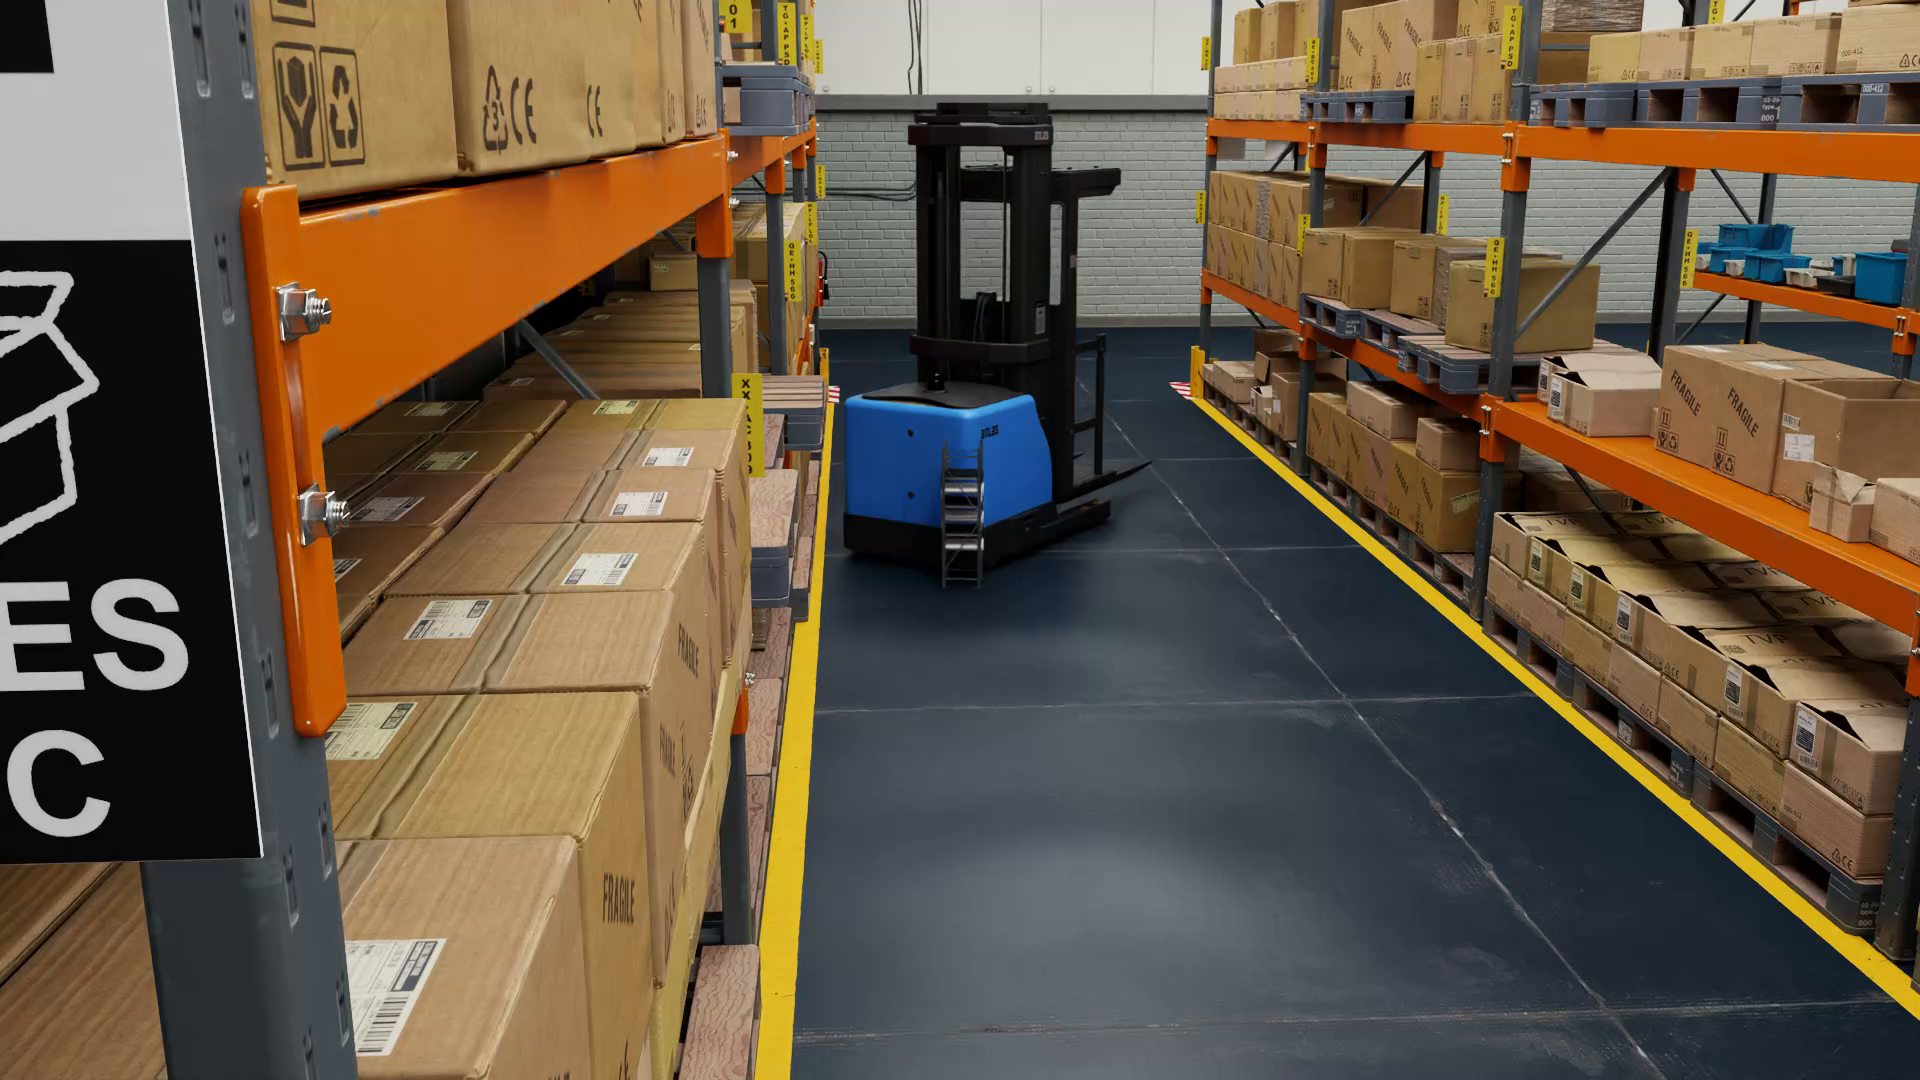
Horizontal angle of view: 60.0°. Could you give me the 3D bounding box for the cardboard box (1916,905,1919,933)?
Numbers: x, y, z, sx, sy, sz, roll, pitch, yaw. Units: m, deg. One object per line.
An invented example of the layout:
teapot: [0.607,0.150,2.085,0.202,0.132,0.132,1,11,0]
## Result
cardboard box: [3.471,1.248,5.330,0.500,0.250,0.500,-1,14,-3]

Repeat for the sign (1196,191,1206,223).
sign: [2.460,-3.395,16.965,0.100,0.325,0.005,-1,14,-3]

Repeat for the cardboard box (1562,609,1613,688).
cardboard box: [3.307,0.522,8.151,0.500,0.250,0.500,-1,14,-5]

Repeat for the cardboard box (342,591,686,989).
cardboard box: [-0.727,0.397,2.720,0.500,0.500,0.500,-1,14,-5]

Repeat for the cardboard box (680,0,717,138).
cardboard box: [-0.920,-1.311,4.341,0.500,0.500,0.500,0,14,-2]

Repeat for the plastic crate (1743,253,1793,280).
plastic crate: [7.714,-2.614,15.882,0.416,0.233,0.300,-1,14,-3]

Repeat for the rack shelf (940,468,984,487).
rack shelf: [0.015,-0.387,10.274,0.258,0.077,0.200,1,15,4]

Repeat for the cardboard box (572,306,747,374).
cardboard box: [-1.308,-0.753,7.348,0.700,0.500,0.500,-1,14,-3]

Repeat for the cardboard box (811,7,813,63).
cardboard box: [-1.604,-4.600,15.116,0.500,0.500,0.500,0,14,-2]

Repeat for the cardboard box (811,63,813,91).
cardboard box: [-1.598,-4.231,15.190,0.500,0.250,0.500,-1,14,-6]

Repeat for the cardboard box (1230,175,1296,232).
cardboard box: [2.832,-3.148,15.535,0.500,0.500,0.500,-1,14,-3]

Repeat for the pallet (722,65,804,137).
pallet: [-1.131,-1.440,5.459,1.213,0.211,1.003,-1,14,-3]

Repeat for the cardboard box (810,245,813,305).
cardboard box: [-1.751,-2.374,14.132,0.980,0.700,0.700,-1,14,-5]

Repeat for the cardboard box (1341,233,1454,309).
cardboard box: [3.162,-1.950,12.042,0.700,0.500,0.500,1,14,5]

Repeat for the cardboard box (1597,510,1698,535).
cardboard box: [3.776,-0.012,9.102,0.500,0.311,0.500,-1,14,-2]

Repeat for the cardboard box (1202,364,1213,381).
cardboard box: [2.685,-1.707,16.981,0.380,0.149,0.250,-1,14,-3]

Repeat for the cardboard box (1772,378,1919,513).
cardboard box: [3.681,-0.371,6.747,0.500,0.500,0.500,0,14,1]

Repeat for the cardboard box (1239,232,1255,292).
cardboard box: [2.861,-2.541,15.182,0.500,0.500,0.500,-1,14,-3]

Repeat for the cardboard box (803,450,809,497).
cardboard box: [-1.466,-0.694,11.675,0.750,0.750,0.750,0,14,-2]

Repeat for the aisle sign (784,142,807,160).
aisle sign: [-1.647,-4.189,16.569,0.394,0.787,0.004,-1,14,-3]

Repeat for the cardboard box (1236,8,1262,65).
cardboard box: [2.996,-4.717,15.611,0.700,0.500,0.500,-1,14,-3]

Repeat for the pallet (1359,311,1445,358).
pallet: [3.372,-1.385,11.276,1.003,0.211,1.213,-1,14,-3]

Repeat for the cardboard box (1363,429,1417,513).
cardboard box: [3.135,-0.485,11.527,0.500,0.500,0.500,-1,14,-6]

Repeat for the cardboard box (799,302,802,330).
cardboard box: [-1.314,-1.628,10.994,0.500,0.500,0.500,0,14,-2]

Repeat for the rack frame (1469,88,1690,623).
rack frame: [3.497,-0.995,9.373,1.000,3.000,0.127,-1,14,-3]

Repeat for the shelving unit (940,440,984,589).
shelving unit: [0.016,-0.159,10.334,0.258,0.900,0.210,1,15,4]

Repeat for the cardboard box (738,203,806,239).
cardboard box: [-1.410,-2.365,12.357,0.500,0.250,0.500,-1,14,-2]

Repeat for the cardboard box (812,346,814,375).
cardboard box: [-1.799,-1.727,16.393,0.700,0.500,0.500,-1,14,-3]

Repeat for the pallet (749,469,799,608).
pallet: [-1.101,-0.022,5.977,1.003,0.211,1.213,-1,14,-3]

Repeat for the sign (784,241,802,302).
sign: [-0.905,-1.451,8.979,0.100,0.325,0.005,-1,14,-3]

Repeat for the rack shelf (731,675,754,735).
rack shelf: [-1.075,0.923,3.362,1.077,0.370,4.000,-1,14,-3]

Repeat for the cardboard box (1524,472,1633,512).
cardboard box: [3.754,-0.115,10.087,0.500,0.500,0.500,0,14,-1]

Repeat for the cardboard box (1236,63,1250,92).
cardboard box: [2.835,-4.226,15.210,0.500,0.250,0.500,-1,14,-3]

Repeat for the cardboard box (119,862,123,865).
cardboard box: [-1.214,0.533,2.192,0.500,0.500,0.500,-1,14,-3]

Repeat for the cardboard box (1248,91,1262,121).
cardboard box: [2.868,-3.860,14.789,0.500,0.250,0.500,-1,14,-3]

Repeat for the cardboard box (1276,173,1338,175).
cardboard box: [3.336,-3.285,16.067,0.500,0.500,0.500,0,14,-2]

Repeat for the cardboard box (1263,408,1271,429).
cardboard box: [2.848,-1.052,14.432,0.380,0.149,0.250,-1,14,-3]

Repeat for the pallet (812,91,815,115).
pallet: [-1.886,-4.132,15.726,1.003,0.211,1.213,-1,14,-3]

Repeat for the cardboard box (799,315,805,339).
cardboard box: [-1.305,-1.528,11.910,0.380,0.149,0.250,-1,14,-3]

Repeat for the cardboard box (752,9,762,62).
cardboard box: [-1.650,-3.268,11.106,0.700,0.500,0.500,-1,14,-4]

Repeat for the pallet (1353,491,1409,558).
pallet: [3.416,-0.133,11.621,1.003,0.211,1.213,-1,14,-3]

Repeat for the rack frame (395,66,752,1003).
rack frame: [-1.199,0.077,5.206,1.000,3.000,0.127,-1,14,-3]

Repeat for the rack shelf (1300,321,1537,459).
rack shelf: [3.374,-1.144,11.396,1.077,0.370,4.000,-1,14,-3]

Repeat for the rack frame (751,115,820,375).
rack frame: [-1.942,-2.907,16.805,1.000,3.000,0.127,-1,14,-3]

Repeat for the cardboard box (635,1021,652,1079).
cardboard box: [-0.711,0.880,2.347,0.500,0.250,0.500,-1,14,-5]

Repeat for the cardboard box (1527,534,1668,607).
cardboard box: [3.278,0.127,8.562,0.500,0.311,0.500,-1,14,-5]

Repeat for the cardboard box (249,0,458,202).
cardboard box: [-0.722,-0.526,1.289,0.500,0.500,0.500,-1,14,-2]

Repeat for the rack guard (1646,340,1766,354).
rack guard: [7.931,-1.855,17.733,1.175,0.500,0.348,-1,14,-3]

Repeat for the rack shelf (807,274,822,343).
rack shelf: [-1.818,-2.061,14.961,1.077,0.370,4.000,-1,14,-3]

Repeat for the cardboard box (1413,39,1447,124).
cardboard box: [3.373,-2.860,10.402,0.910,0.500,0.500,-1,14,-3]

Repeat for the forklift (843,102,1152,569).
forklift: [0.430,-1.551,11.671,1.130,2.935,3.031,9,17,31]

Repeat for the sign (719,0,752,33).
sign: [-0.658,-1.636,4.808,0.100,0.325,0.005,-1,14,-3]

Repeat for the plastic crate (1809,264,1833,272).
plastic crate: [8.259,-2.547,15.814,0.298,0.136,0.250,-1,14,-3]

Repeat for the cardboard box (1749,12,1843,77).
cardboard box: [3.688,-2.060,6.951,0.500,0.250,0.500,-2,15,-8]

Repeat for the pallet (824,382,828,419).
pallet: [-1.814,-1.359,16.384,1.003,0.211,1.213,-1,14,-3]

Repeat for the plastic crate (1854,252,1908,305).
plastic crate: [7.824,-2.197,13.958,0.392,0.384,0.575,-1,14,-3]
